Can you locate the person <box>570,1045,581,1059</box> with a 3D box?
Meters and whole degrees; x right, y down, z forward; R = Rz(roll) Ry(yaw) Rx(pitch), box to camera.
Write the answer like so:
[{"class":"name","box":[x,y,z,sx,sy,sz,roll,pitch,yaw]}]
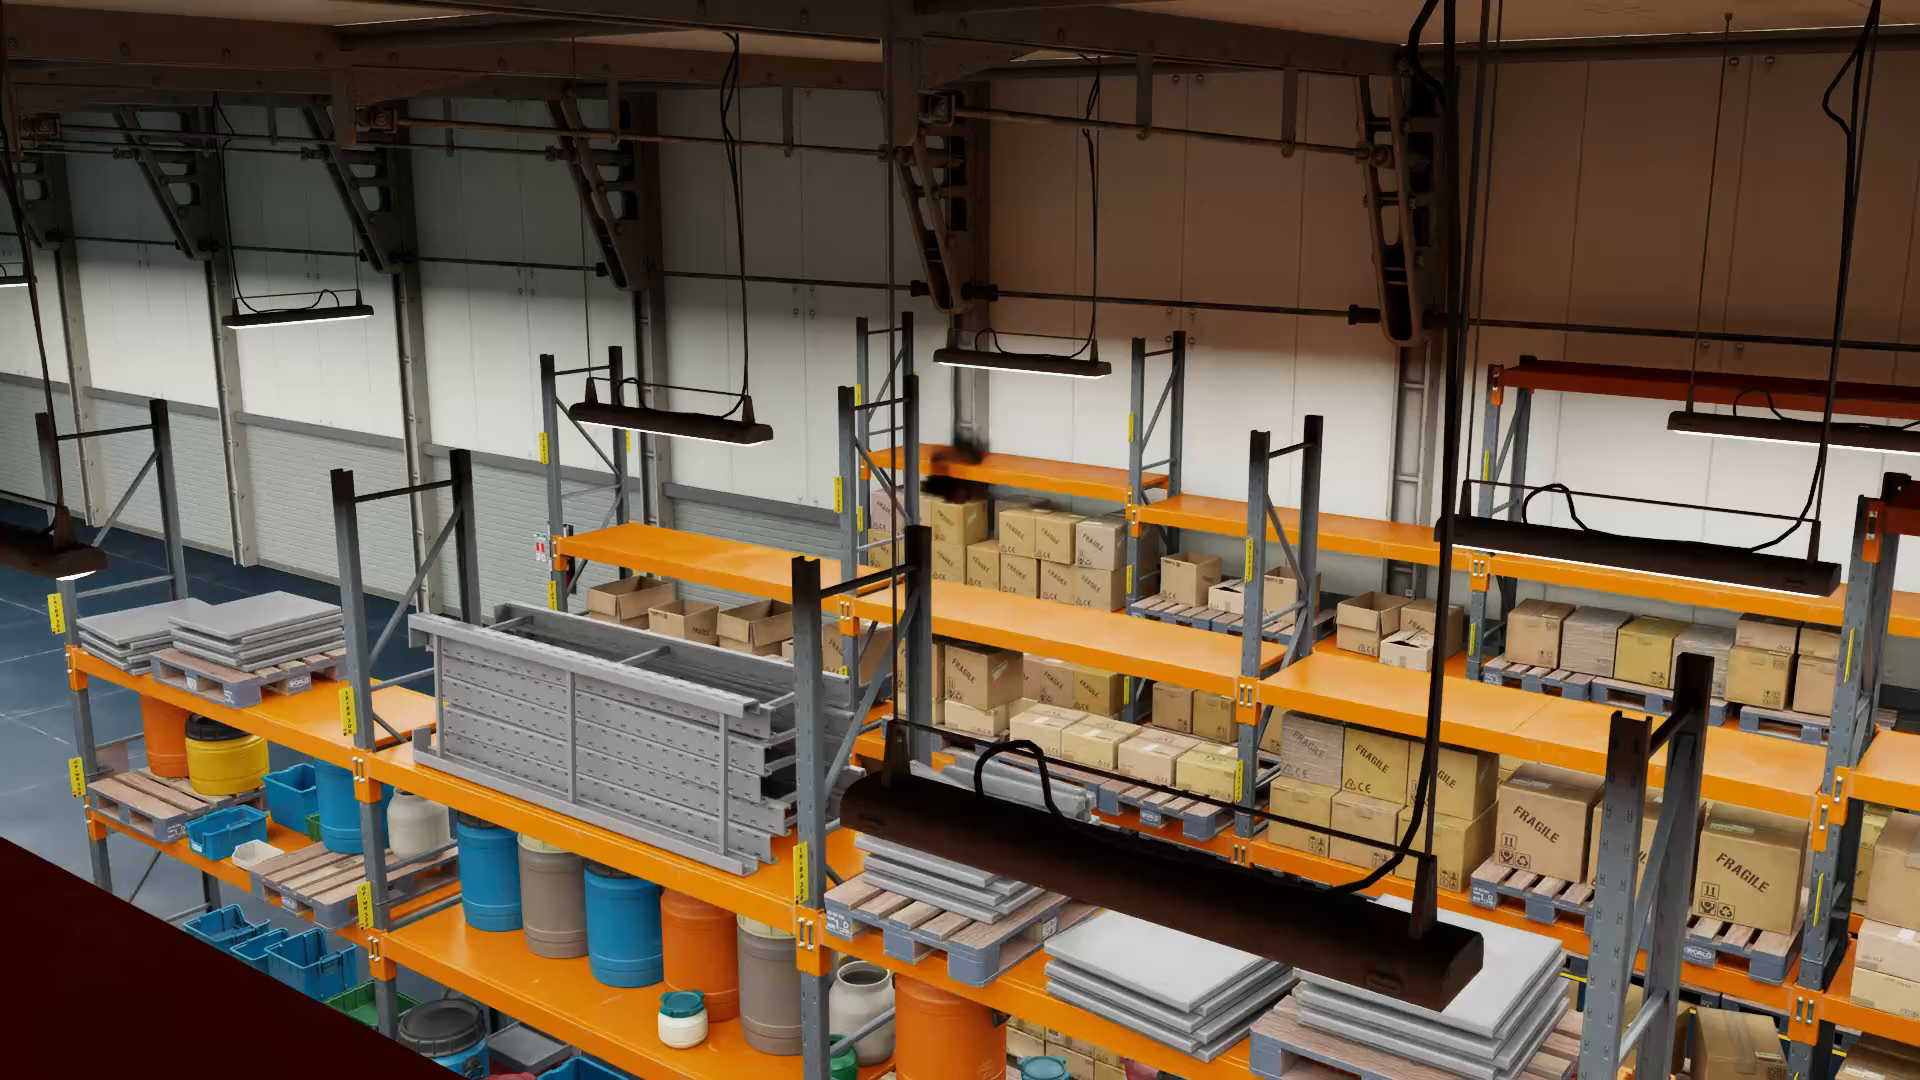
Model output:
[{"class":"person","box":[-3.328,4.086,13.924,0.764,1.739,0.596,7,15,29]}]
